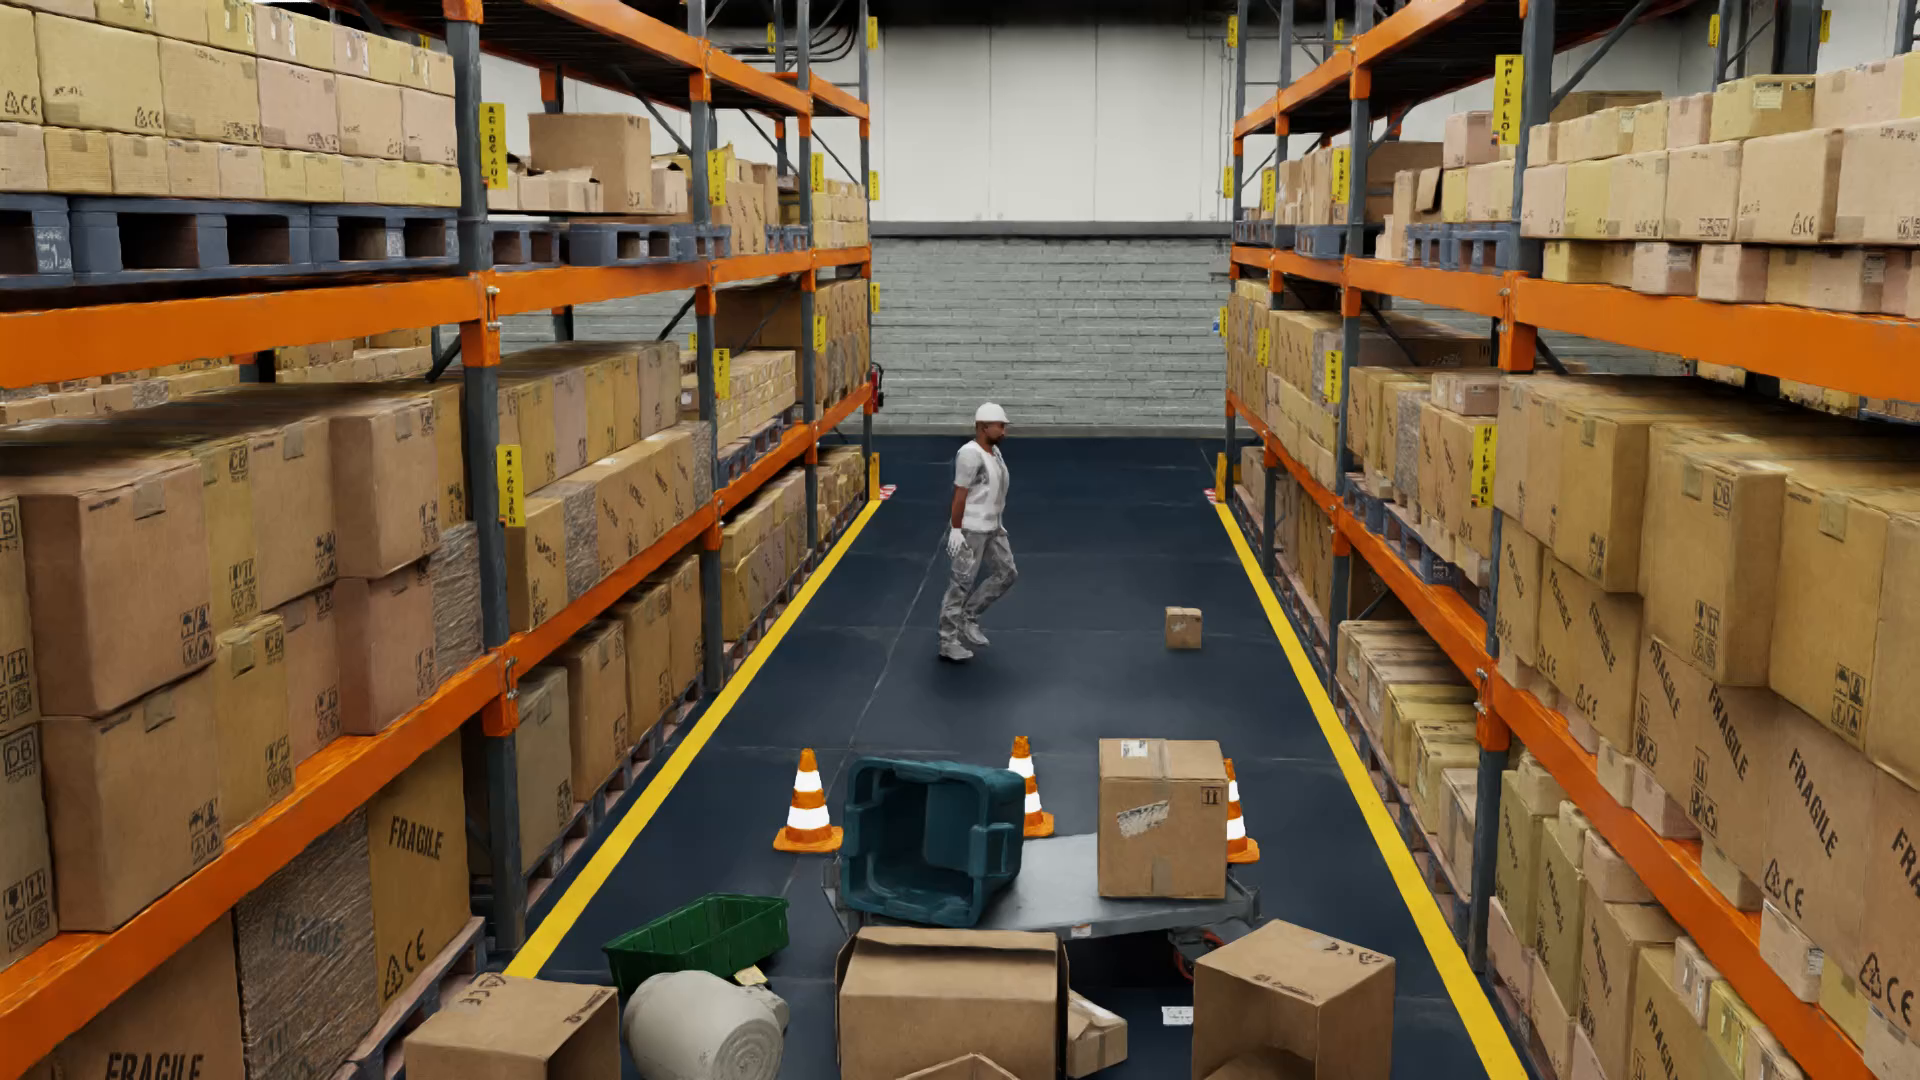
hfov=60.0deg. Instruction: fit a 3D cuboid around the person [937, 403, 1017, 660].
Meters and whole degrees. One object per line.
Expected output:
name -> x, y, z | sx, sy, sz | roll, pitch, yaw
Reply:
person -> 0.126, -0.077, 11.658 | 0.470, 1.758, 0.660 | 4, 11, 20
